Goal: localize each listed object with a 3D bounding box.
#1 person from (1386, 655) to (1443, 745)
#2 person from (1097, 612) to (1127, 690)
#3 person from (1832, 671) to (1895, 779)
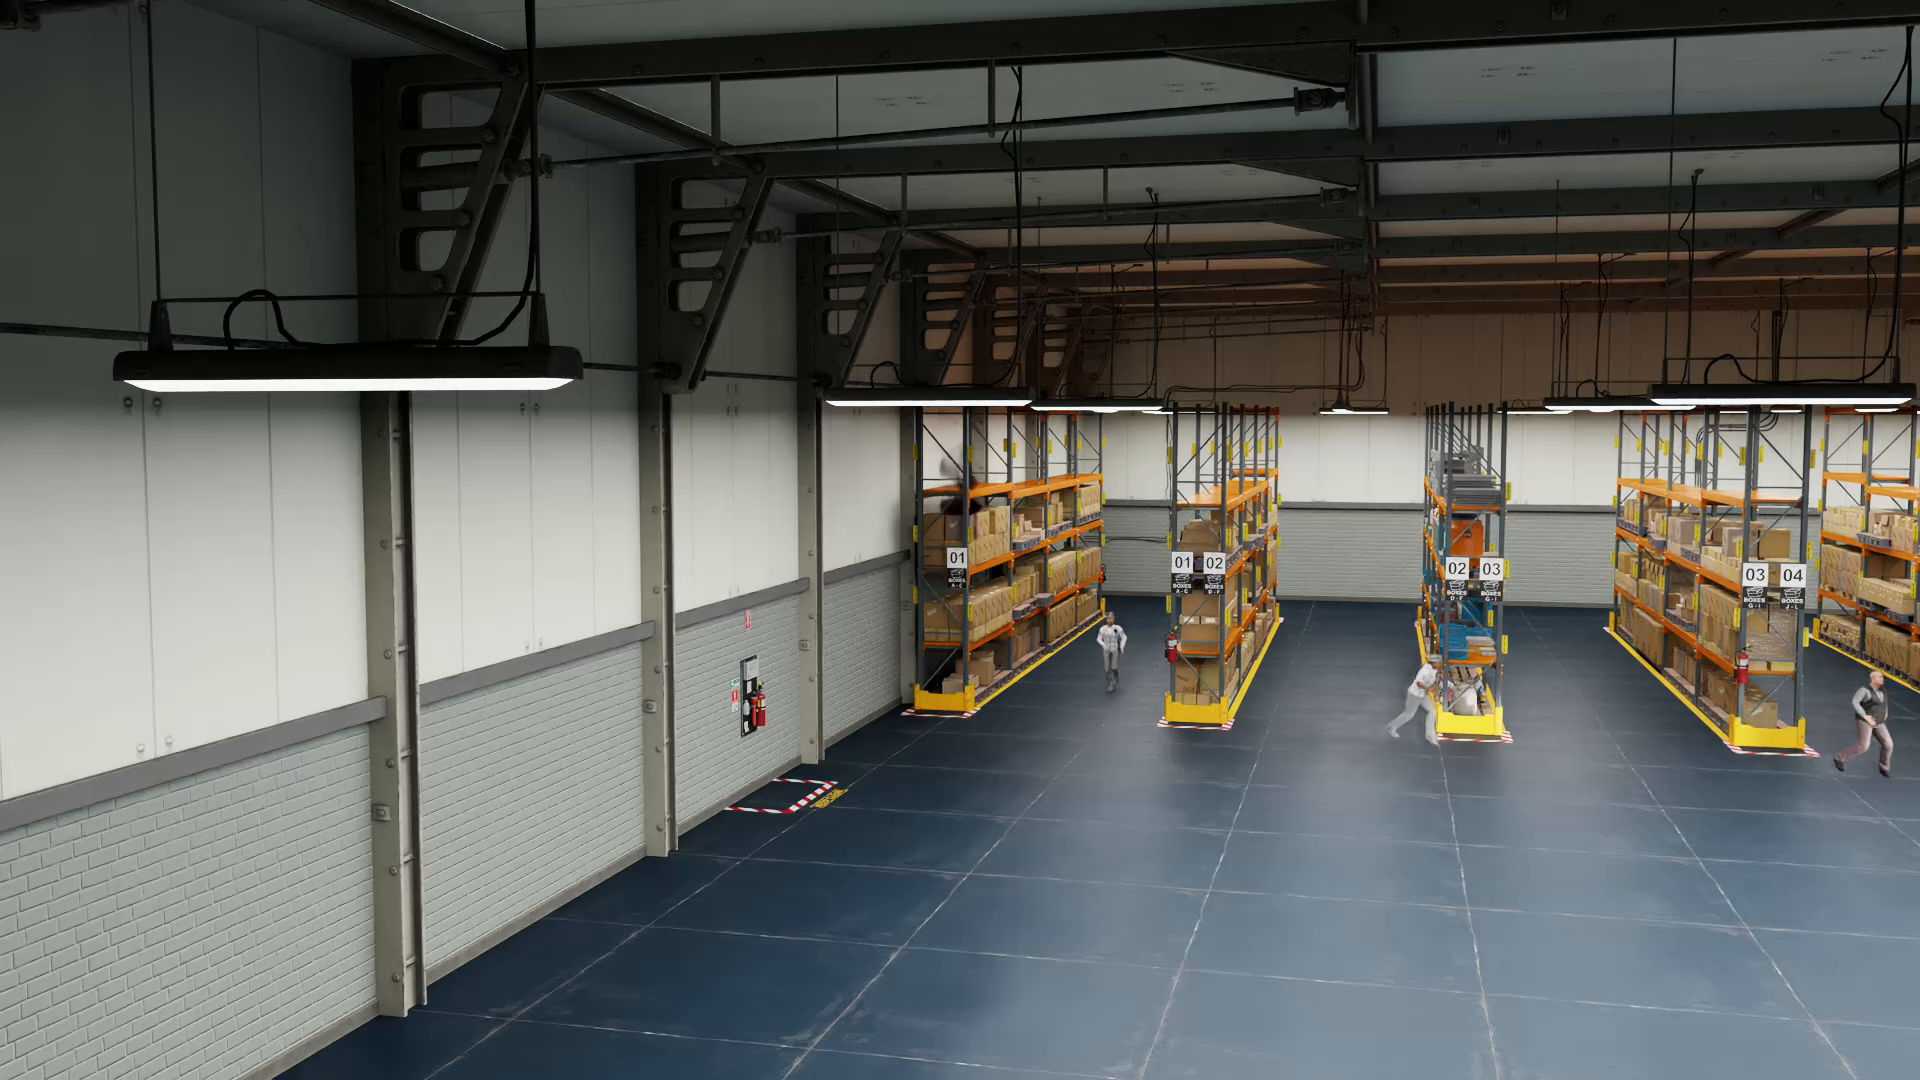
[{"bbox_3d":[8.018,2.797,29.311,0.985,1.625,0.618,3,5,33],"label":"person"},{"bbox_3d":[3.154,2.330,34.767,0.605,1.659,0.530,1,4,12],"label":"person"},{"bbox_3d":[14.500,2.940,26.541,0.879,1.723,0.715,-2,5,-25],"label":"person"}]
